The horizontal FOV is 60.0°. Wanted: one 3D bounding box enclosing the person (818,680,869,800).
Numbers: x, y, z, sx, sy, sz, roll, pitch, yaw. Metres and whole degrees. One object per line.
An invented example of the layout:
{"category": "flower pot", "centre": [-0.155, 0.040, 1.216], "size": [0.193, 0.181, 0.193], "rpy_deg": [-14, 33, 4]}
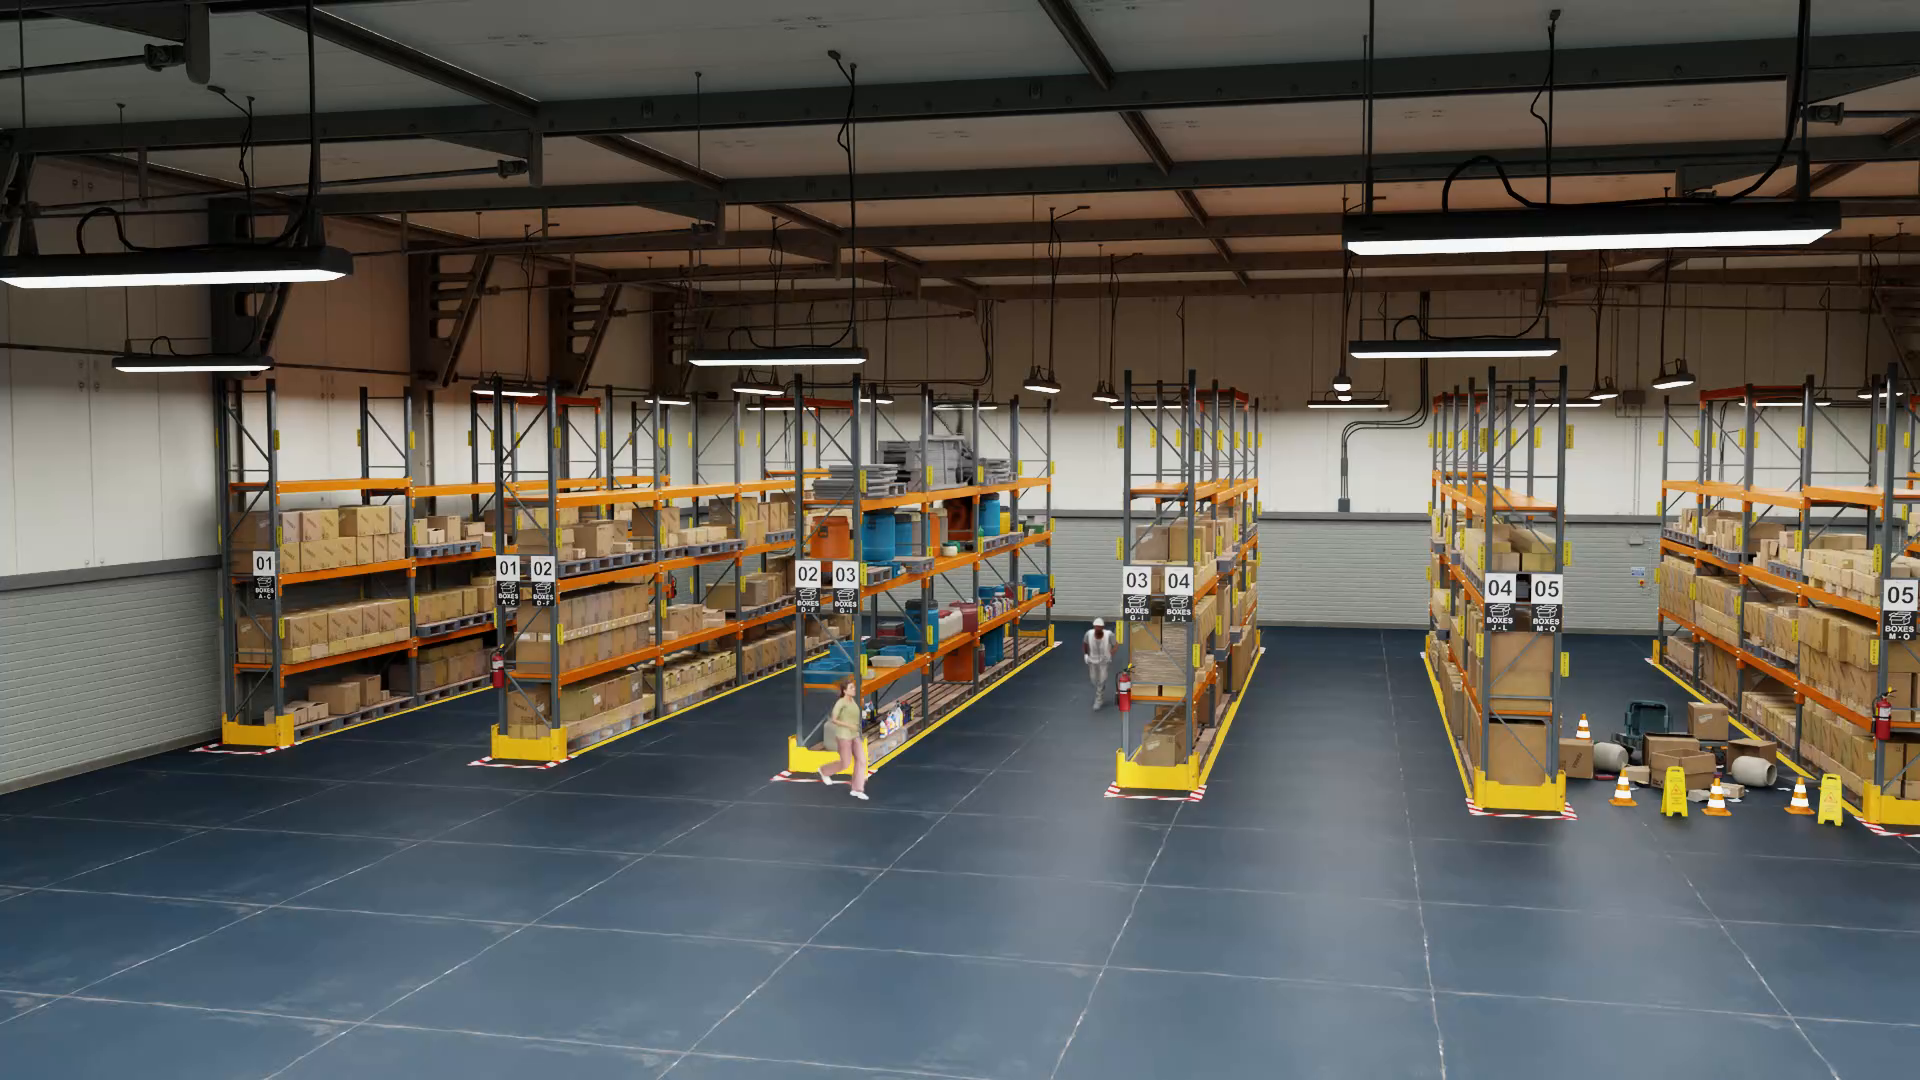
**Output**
{"category": "person", "centre": [-1.624, 2.794, 23.389], "size": [0.852, 1.682, 0.586], "rpy_deg": [2, 4, 33]}

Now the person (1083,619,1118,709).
{"category": "person", "centre": [2.637, 2.300, 31.157], "size": [0.678, 1.708, 0.815], "rpy_deg": [1, 3, 11]}

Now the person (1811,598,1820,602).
{"category": "person", "centre": [17.832, 2.076, 34.634], "size": [0.600, 1.785, 0.853], "rpy_deg": [0, 3, 1]}
